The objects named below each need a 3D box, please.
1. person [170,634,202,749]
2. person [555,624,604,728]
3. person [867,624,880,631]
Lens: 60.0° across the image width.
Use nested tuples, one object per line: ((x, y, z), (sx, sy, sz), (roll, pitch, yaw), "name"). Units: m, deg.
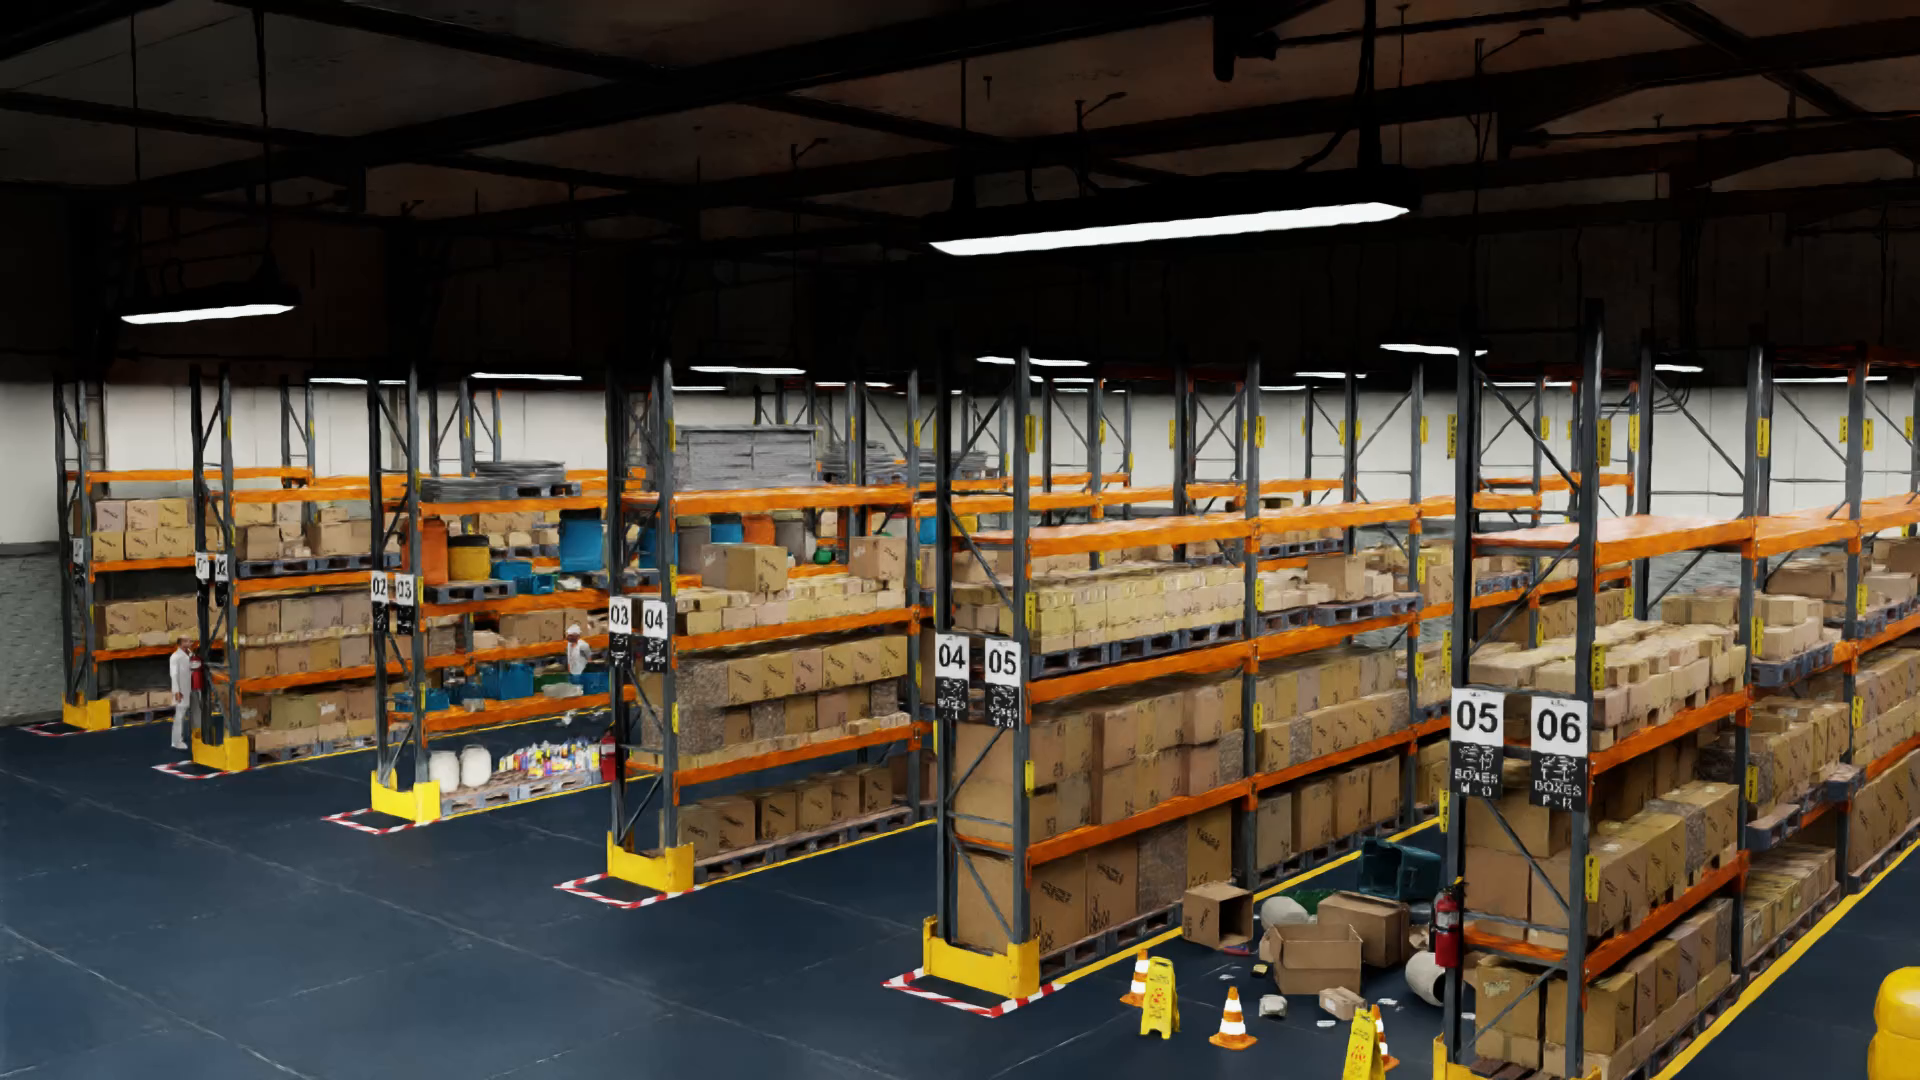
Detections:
((-12.160, 2.367, 26.226), (0.504, 1.787, 0.640), (1, 4, 9), "person")
((-6.467, 2.271, 28.070), (0.553, 1.709, 1.123), (4, 6, 42), "person")
((-1.722, 2.015, 31.633), (0.588, 1.700, 1.193), (3, 5, 38), "person")
